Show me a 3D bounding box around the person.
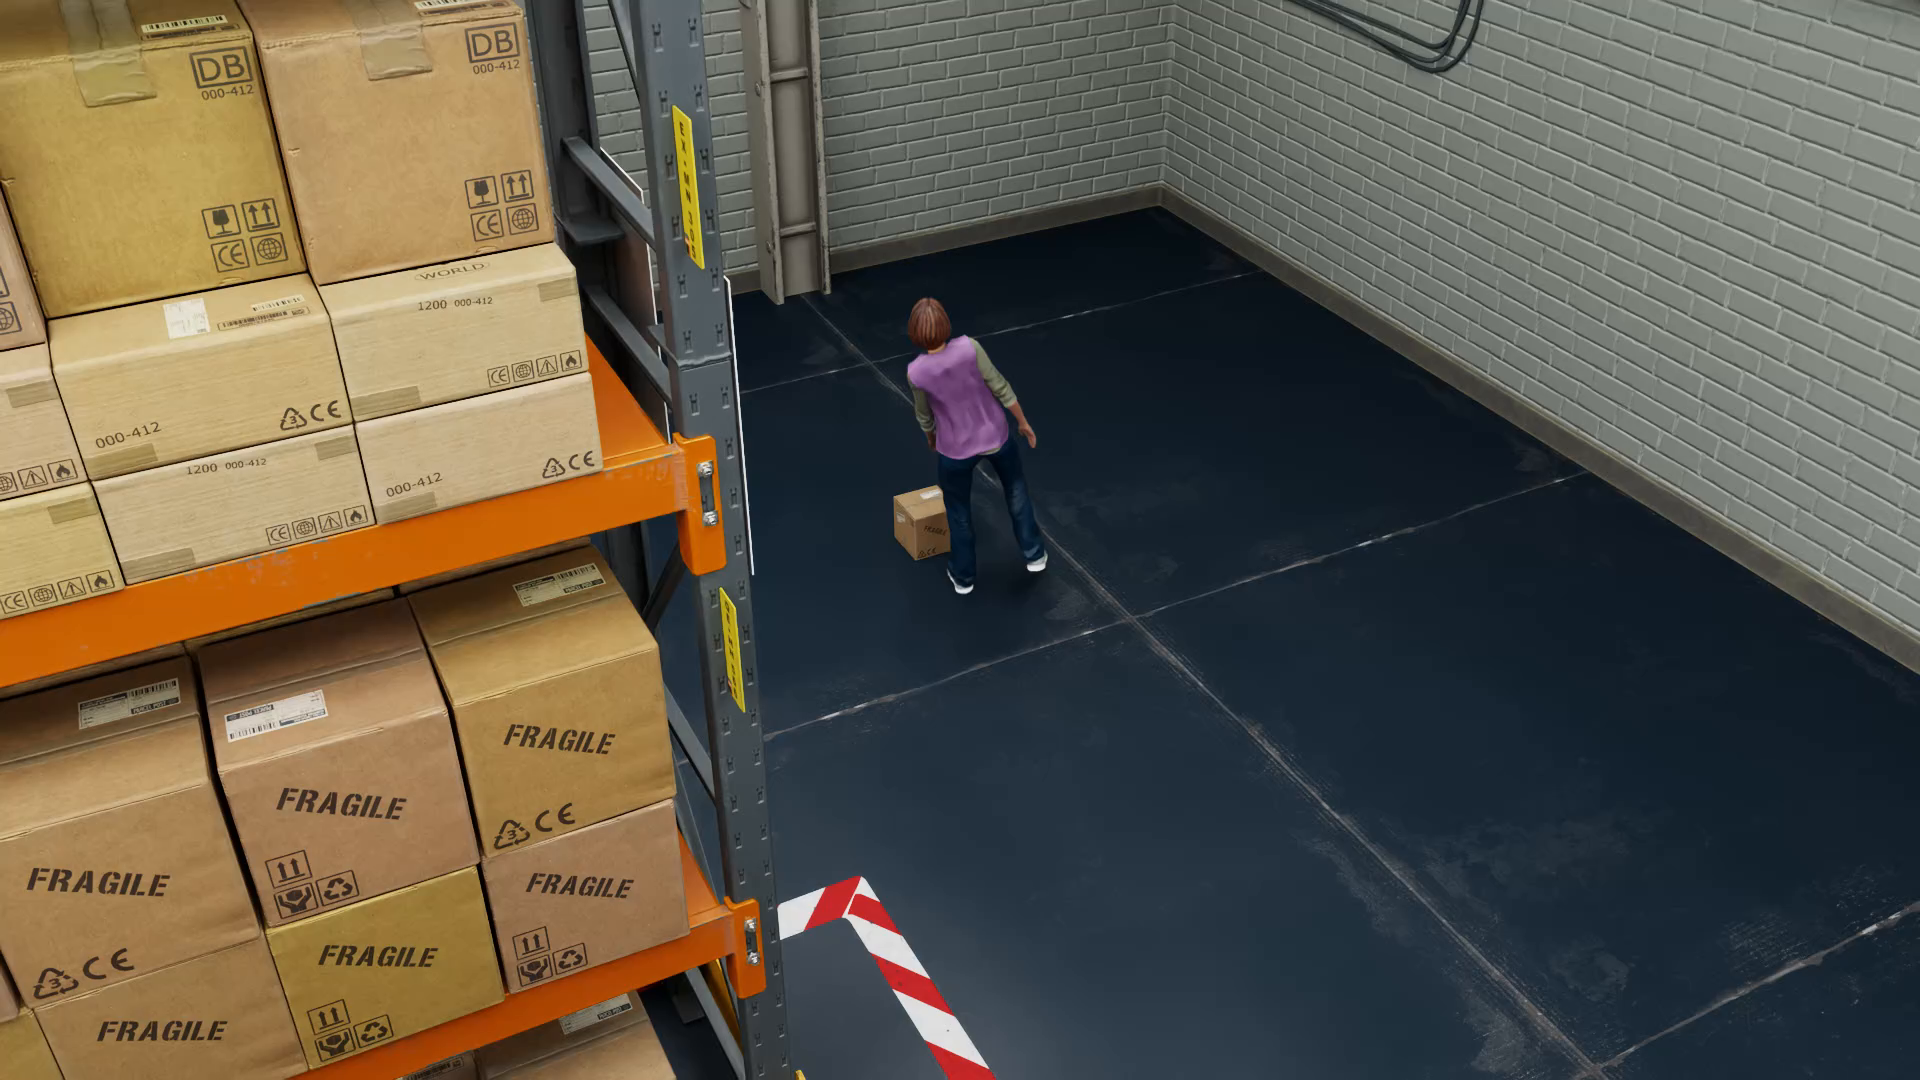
[{"bbox_3d":[0.041,-0.412,7.777,0.417,1.605,0.314,-15,36,-22],"label":"person"}]
